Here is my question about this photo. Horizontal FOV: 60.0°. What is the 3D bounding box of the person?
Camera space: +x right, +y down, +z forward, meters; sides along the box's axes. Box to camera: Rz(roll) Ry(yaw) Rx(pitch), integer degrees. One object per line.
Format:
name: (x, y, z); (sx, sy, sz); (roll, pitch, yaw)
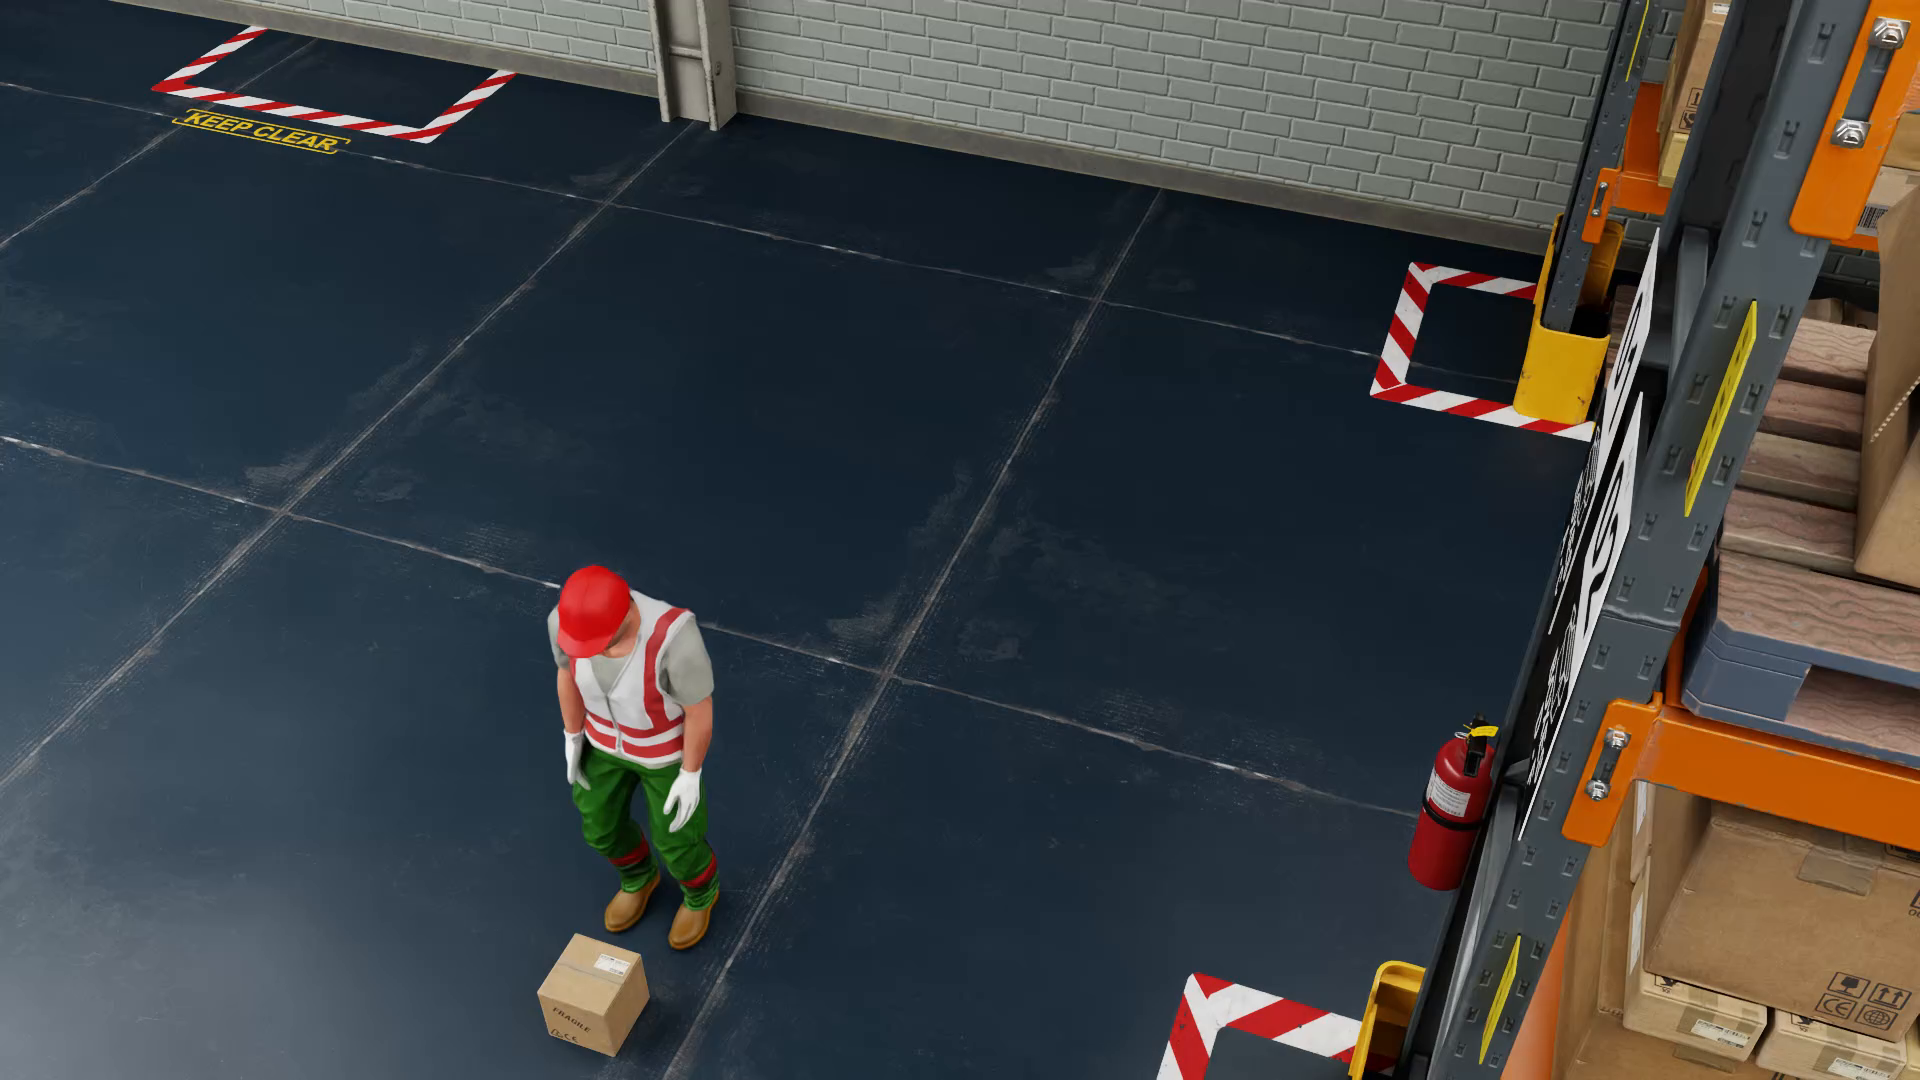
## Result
person: (-1.035, 0.693, 5.399); (0.547, 1.725, 0.477); (15, 43, 16)
